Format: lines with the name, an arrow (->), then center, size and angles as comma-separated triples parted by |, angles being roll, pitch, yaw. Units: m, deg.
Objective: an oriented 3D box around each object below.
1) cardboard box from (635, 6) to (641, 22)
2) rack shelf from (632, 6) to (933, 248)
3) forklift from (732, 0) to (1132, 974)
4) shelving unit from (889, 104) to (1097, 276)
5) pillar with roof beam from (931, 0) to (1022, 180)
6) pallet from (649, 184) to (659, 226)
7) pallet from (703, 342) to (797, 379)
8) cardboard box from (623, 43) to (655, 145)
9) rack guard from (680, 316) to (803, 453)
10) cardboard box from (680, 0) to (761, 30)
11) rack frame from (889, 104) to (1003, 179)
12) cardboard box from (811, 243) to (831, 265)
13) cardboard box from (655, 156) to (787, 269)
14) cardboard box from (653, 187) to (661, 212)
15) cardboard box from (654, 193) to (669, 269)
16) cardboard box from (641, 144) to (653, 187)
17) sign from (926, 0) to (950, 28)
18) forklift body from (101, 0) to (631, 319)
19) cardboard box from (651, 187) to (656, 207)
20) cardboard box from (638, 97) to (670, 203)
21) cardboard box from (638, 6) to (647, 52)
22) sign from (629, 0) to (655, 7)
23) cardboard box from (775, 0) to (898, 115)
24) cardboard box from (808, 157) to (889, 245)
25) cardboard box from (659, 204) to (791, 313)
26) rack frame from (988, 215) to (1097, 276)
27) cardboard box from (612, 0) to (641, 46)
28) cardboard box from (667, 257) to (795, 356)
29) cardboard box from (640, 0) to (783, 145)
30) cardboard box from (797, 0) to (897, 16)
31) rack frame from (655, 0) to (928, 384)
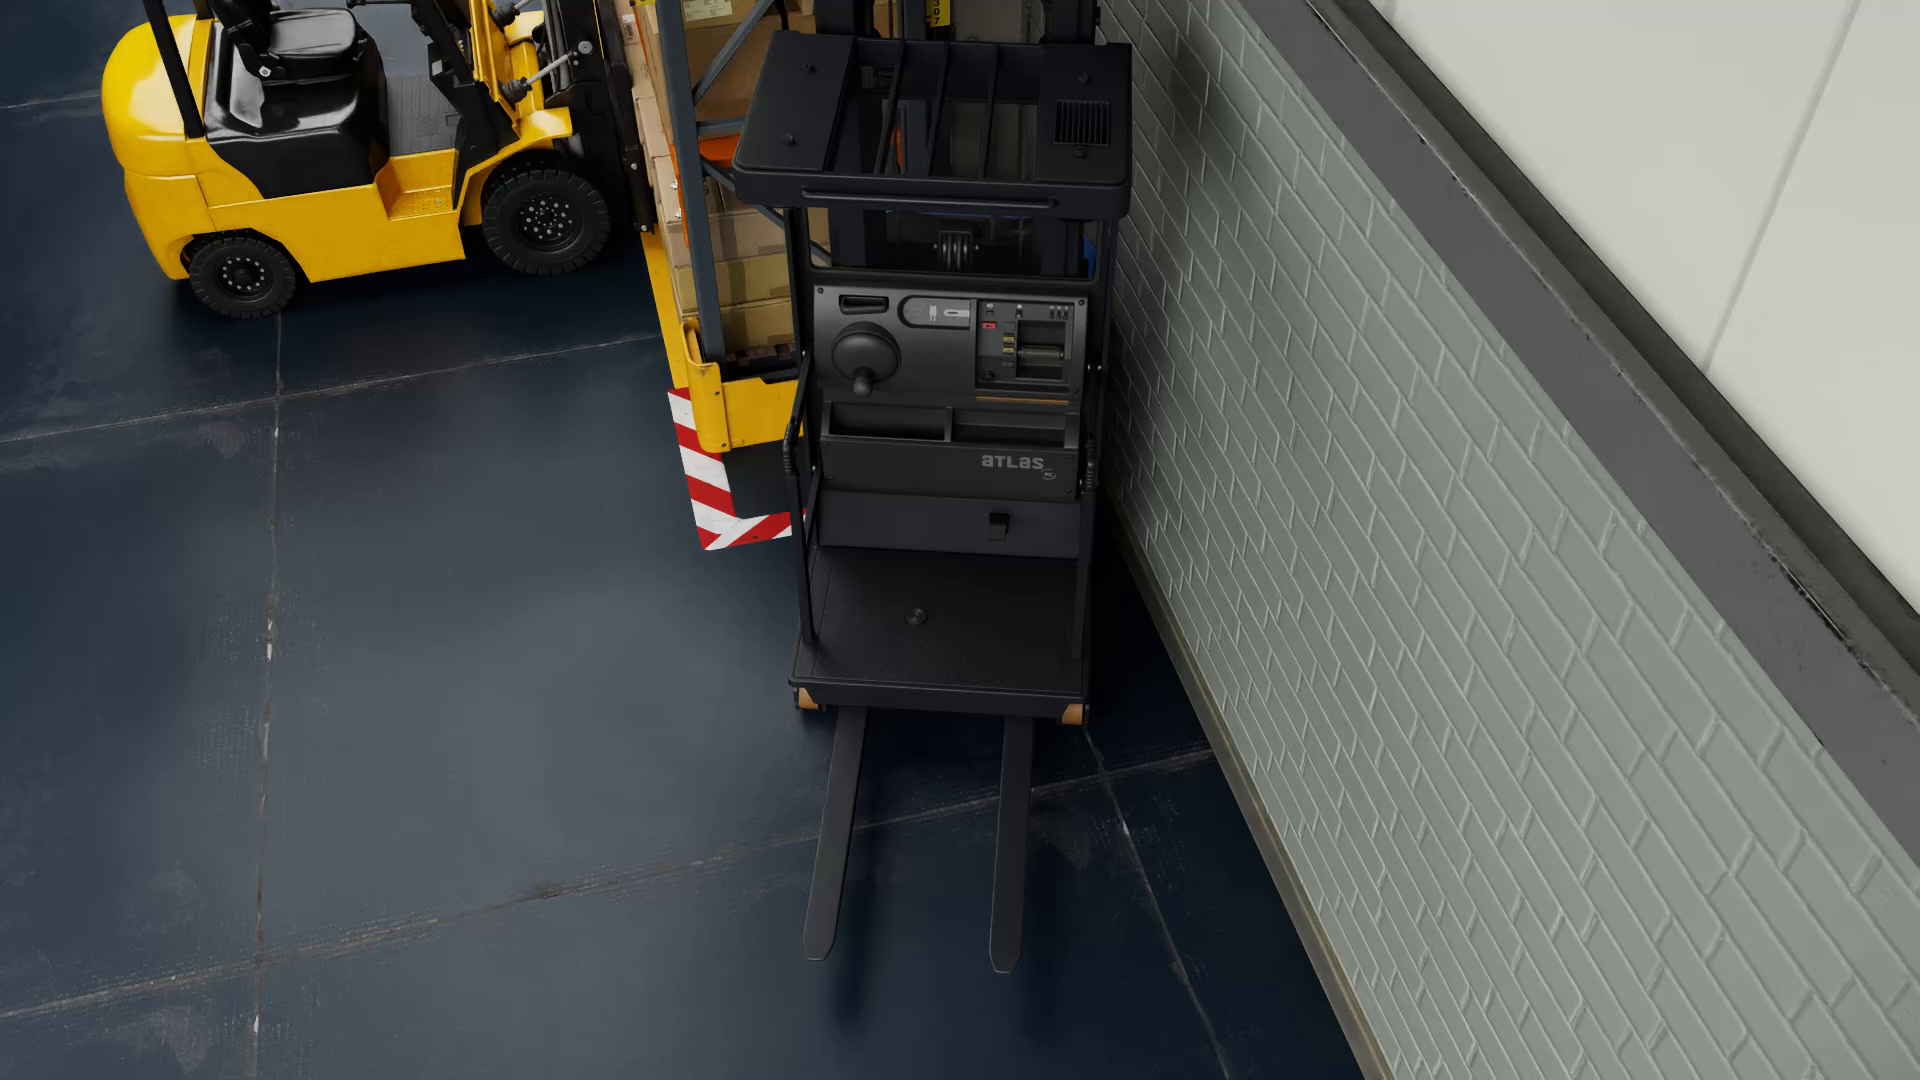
cardboard box -> -1.261, -2.707, 7.484 | 0.500, 0.500, 0.500 | -12, 47, -11
rack shelf -> -1.137, -2.796, 8.144 | 1.077, 0.370, 4.000 | -11, 47, -10
forklift -> -0.048, -0.578, 5.515 | 1.130, 2.935, 3.031 | 3, 46, 3
shelving unit -> 0.114, -1.076, 6.987 | 0.587, 1.500, 1.083 | -15, 49, -17
pillar with roof beam -> -4.094, -3.625, 4.253 | 9.100, 9.000, 0.400 | -11, 47, -10
pallet -> -1.170, -2.052, 8.864 | 1.003, 0.211, 1.213 | -11, 47, -10
pallet -> -0.862, -1.211, 8.040 | 1.003, 0.211, 1.213 | -11, 47, -10
cardboard box -> -1.320, -2.160, 7.949 | 0.500, 0.250, 0.500 | -10, 46, -10
rack guard -> -0.619, -0.775, 7.411 | 1.175, 0.500, 0.348 | -11, 47, -10
cardboard box -> -0.985, -2.117, 6.451 | 0.380, 0.149, 0.250 | -10, 46, -10
rack frame -> -0.079, -1.416, 7.298 | 0.500, 1.500, 0.032 | -15, 49, -17
cardboard box -> -0.545, -1.389, 7.543 | 0.500, 0.250, 0.500 | -10, 46, -10
cardboard box -> -1.045, -1.462, 7.265 | 0.500, 0.250, 0.500 | -9, 46, -9
cardboard box -> -1.170, -1.654, 7.802 | 0.500, 0.250, 0.500 | -11, 47, -11
cardboard box -> -1.169, -1.463, 7.966 | 0.500, 0.250, 0.500 | -11, 47, -10
cardboard box -> -1.323, -2.006, 8.148 | 0.500, 0.250, 0.500 | -12, 47, -11
sign -> -0.087, -2.095, 6.292 | 0.100, 0.325, 0.005 | -11, 47, -10
forklift body -> -2.874, -2.345, 7.793 | 2.313, 2.155, 1.214 | -11, 47, -10
cardboard box -> -1.289, -1.810, 8.306 | 0.500, 0.250, 0.500 | -10, 46, -10
cardboard box -> -1.181, -1.814, 7.609 | 0.500, 0.250, 0.500 | -10, 46, -10
cardboard box -> -1.129, -2.353, 7.137 | 0.500, 0.500, 0.500 | -9, 46, -9
sign -> -1.153, -2.065, 5.948 | 0.100, 0.325, 0.005 | -11, 47, -10
cardboard box -> -0.484, -2.095, 6.883 | 0.500, 0.500, 0.500 | -9, 46, -9
cardboard box -> -0.565, -1.568, 7.368 | 0.500, 0.250, 0.500 | -11, 47, -11
cardboard box -> -1.052, -1.305, 7.461 | 0.500, 0.250, 0.500 | -11, 47, -11
rack frame -> 0.315, -0.725, 6.664 | 0.500, 1.500, 0.032 | -15, 49, -17
cardboard box -> -1.442, -2.512, 8.293 | 0.500, 0.250, 0.500 | -12, 47, -11
cardboard box -> -1.051, -1.118, 7.627 | 0.500, 0.250, 0.500 | -10, 46, -10
cardboard box -> -1.005, -1.994, 6.784 | 0.500, 0.500, 0.500 | -12, 47, -11
cardboard box -> -0.461, -2.210, 6.543 | 0.380, 0.149, 0.250 | -12, 47, -11
rack frame -> -0.625, -1.667, 6.534 | 1.000, 3.000, 0.127 | -11, 47, -10
